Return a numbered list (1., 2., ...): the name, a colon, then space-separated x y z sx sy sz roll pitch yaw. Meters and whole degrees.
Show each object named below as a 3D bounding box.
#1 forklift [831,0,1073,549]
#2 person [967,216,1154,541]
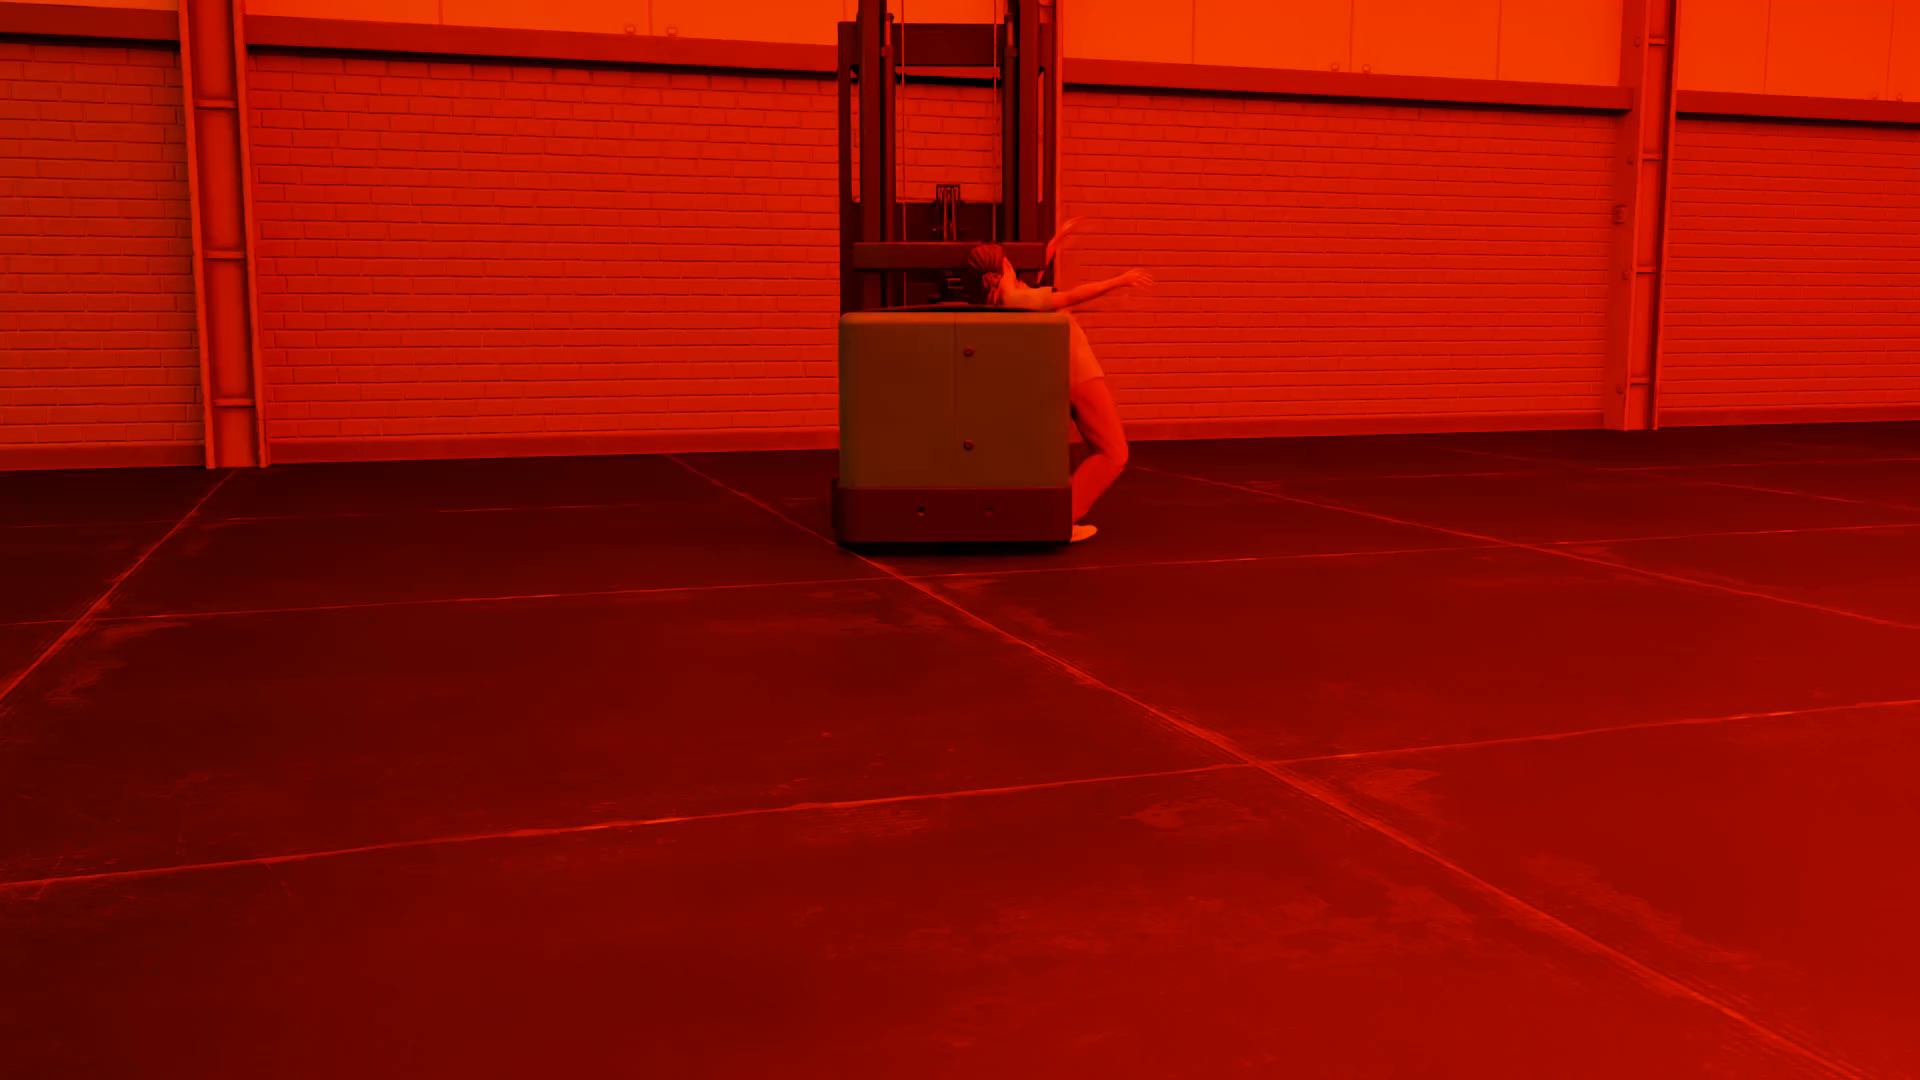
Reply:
1. forklift: -0.074 -1.576 8.634 1.130 2.935 3.031 0 8 -2
2. person: 0.453 -0.752 7.722 0.642 1.522 0.992 -4 9 -30
